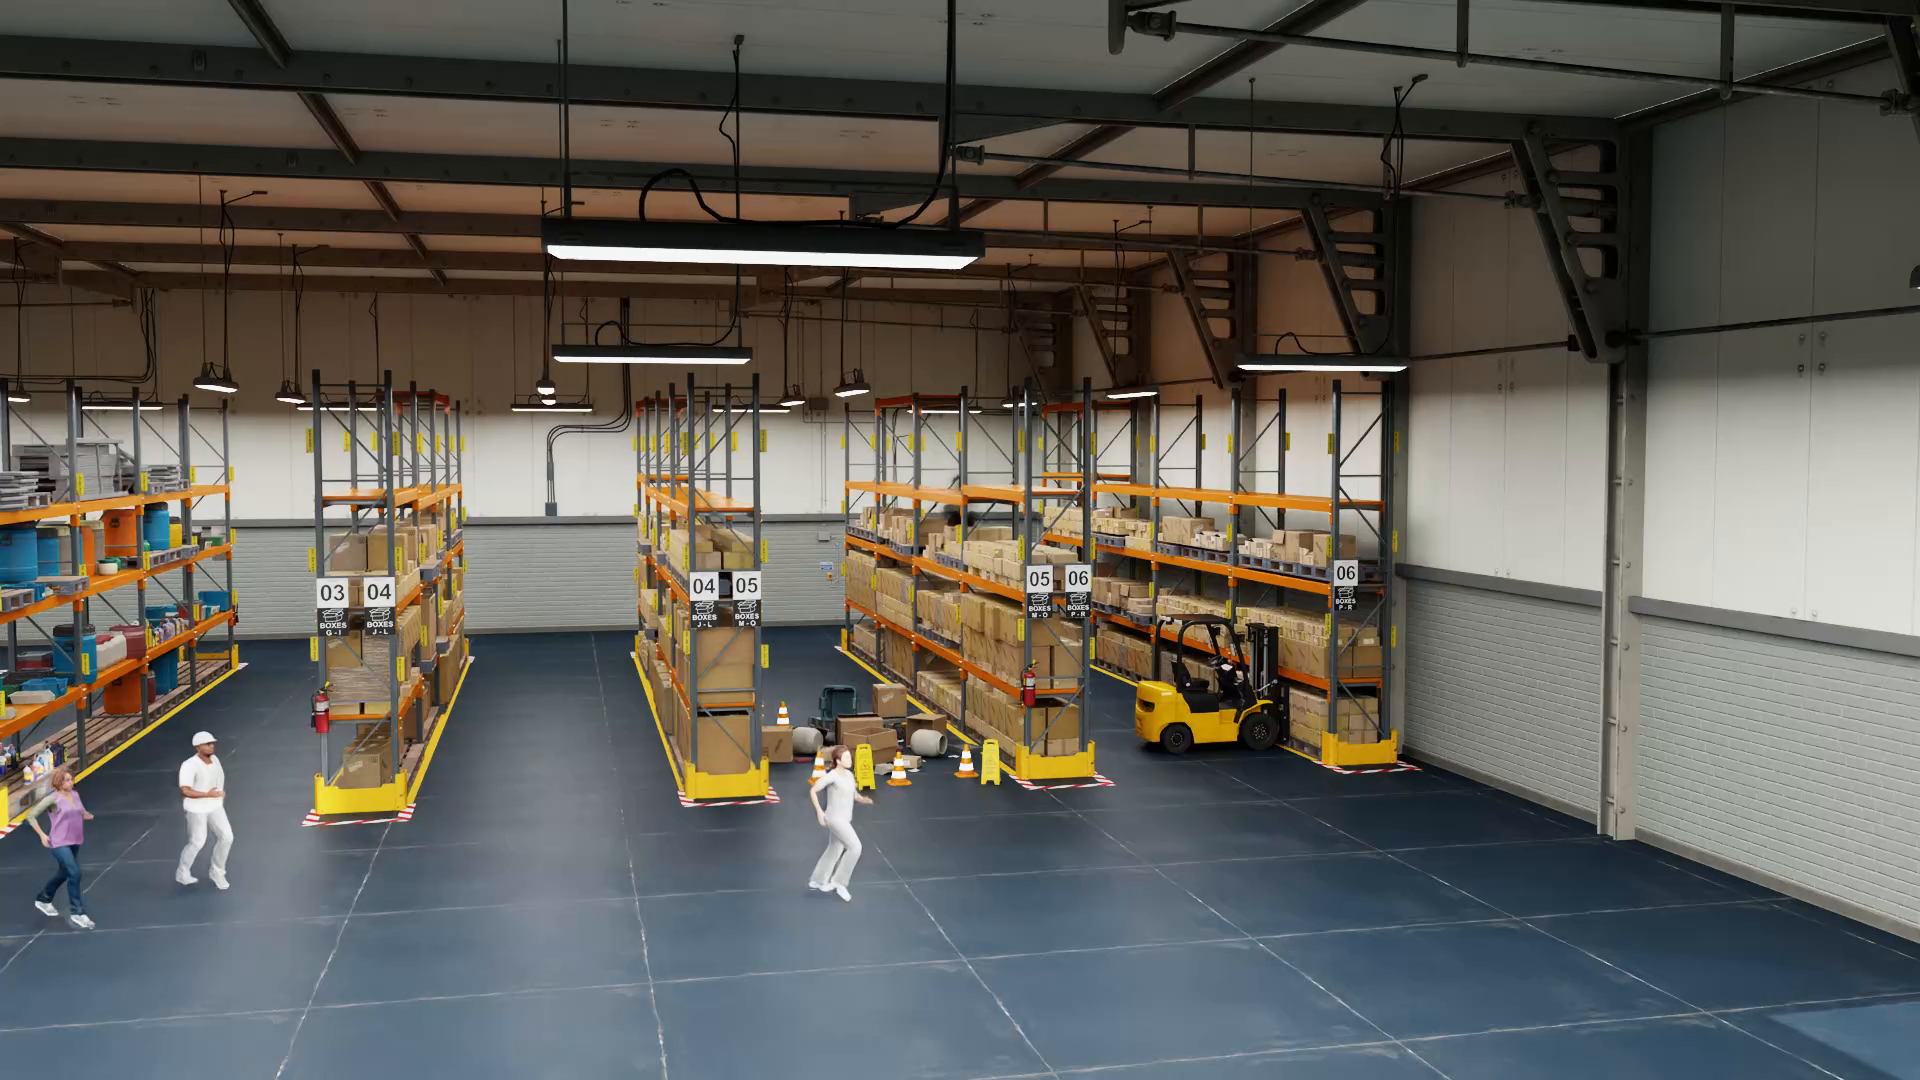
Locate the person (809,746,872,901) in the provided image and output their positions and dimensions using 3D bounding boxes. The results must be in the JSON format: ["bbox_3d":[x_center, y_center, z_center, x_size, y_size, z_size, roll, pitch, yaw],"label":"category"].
[{"bbox_3d":[-1.326,3.111,18.307,0.787,1.687,0.528,1,4,22],"label":"person"}]

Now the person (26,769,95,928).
[{"bbox_3d":[-9.315,3.189,17.270,0.785,1.627,0.518,1,3,11],"label":"person"}]

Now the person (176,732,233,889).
[{"bbox_3d":[-8.467,3.061,18.676,0.744,1.839,0.726,1,3,19],"label":"person"}]
